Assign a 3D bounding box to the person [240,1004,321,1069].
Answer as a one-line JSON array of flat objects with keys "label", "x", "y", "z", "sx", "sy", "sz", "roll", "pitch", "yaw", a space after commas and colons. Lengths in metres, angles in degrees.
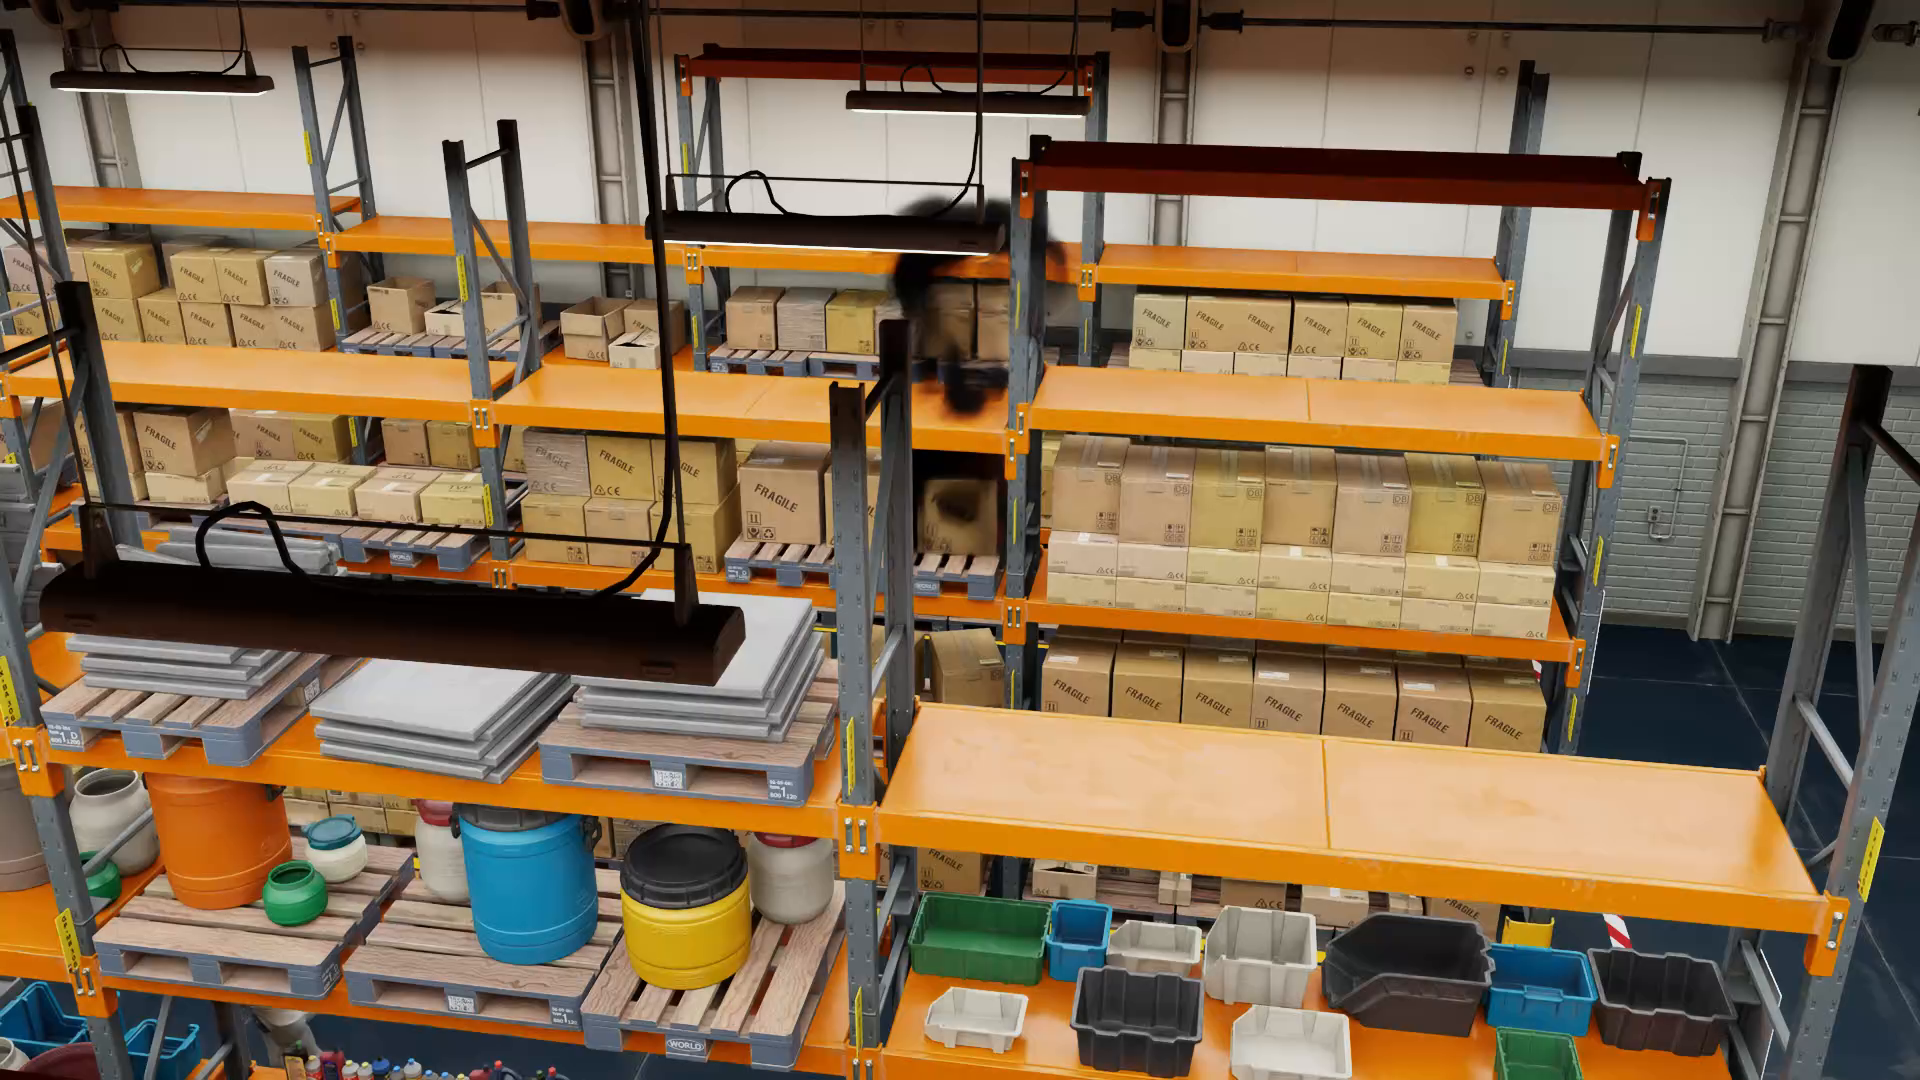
[{"label": "person", "x": -4.420, "y": 3.129, "z": 10.940, "sx": 0.871, "sy": 1.707, "sz": 0.658, "roll": 8, "pitch": 24, "yaw": 17}]
